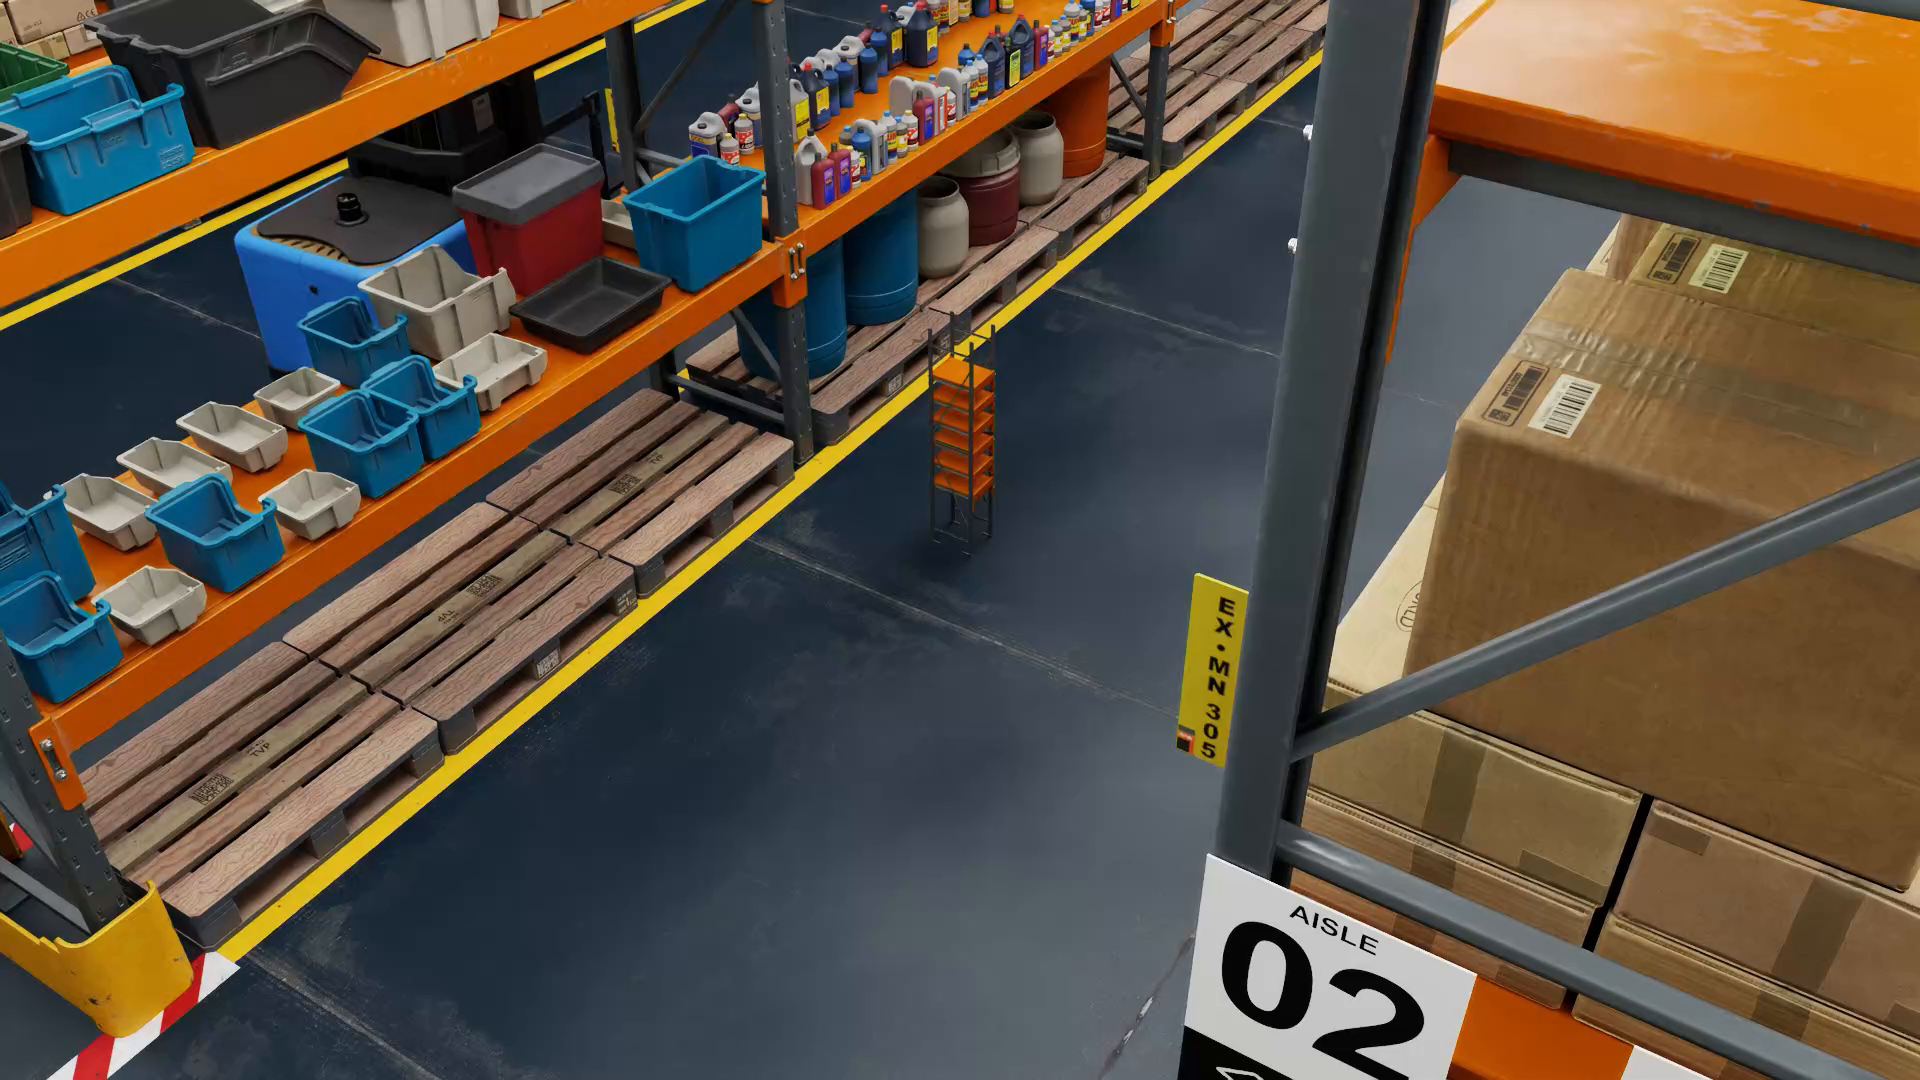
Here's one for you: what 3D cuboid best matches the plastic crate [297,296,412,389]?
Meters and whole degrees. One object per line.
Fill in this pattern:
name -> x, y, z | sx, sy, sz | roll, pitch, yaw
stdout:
plastic crate -> -2.481, -0.802, 6.861 | 0.416, 0.233, 0.300 | 21, 42, 25

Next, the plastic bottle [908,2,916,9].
plastic bottle -> -0.288, -3.012, 9.745 | 0.097, 0.271, 0.097 | 0, 38, 0

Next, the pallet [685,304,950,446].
pallet -> -0.774, -1.044, 9.371 | 1.003, 0.211, 1.213 | 21, 42, 25

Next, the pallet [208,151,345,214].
pallet -> -5.055, -2.702, 11.522 | 1.003, 0.211, 1.213 | 21, 42, 25

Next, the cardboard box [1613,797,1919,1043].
cardboard box -> 1.310, 0.414, 2.452 | 0.500, 0.250, 0.500 | 21, 42, 25

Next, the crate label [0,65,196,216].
crate label -> -2.598, -1.201, 4.956 | 0.408, 0.251, 0.502 | 21, 42, 25

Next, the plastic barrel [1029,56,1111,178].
plastic barrel -> 0.673, -2.875, 10.896 | 0.600, 0.830, 0.708 | 21, 42, 25

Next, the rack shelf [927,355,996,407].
rack shelf -> 0.008, -0.733, 7.640 | 0.258, 0.103, 0.180 | 21, 42, 25

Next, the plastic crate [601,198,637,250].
plastic crate -> -1.592, -1.490, 7.833 | 0.396, 0.136, 0.243 | 21, 42, 25

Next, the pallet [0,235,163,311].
pallet -> -5.878, -1.913, 10.499 | 1.003, 0.211, 1.213 | 21, 42, 25

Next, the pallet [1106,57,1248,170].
pallet -> 1.369, -3.108, 12.049 | 1.003, 0.211, 1.213 | 21, 42, 25

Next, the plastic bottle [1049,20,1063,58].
plastic bottle -> 0.551, -2.926, 9.691 | 0.097, 0.201, 0.097 | 0, 38, 0

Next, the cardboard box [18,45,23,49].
cardboard box -> -5.566, -2.755, 9.513 | 0.380, 0.149, 0.250 | 20, 42, 24

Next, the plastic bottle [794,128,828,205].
plastic bottle -> -0.738, -1.841, 8.161 | 0.144, 0.351, 0.185 | 21, 42, 25

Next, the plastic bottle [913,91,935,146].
plastic bottle -> -0.190, -2.225, 8.715 | 0.061, 0.283, 0.133 | 21, 42, 25

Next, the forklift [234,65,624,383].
forklift -> -2.594, -2.532, 9.074 | 1.130, 2.935, 3.031 | 18, 41, 22

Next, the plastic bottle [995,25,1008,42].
plastic bottle -> 0.231, -2.795, 9.453 | 0.061, 0.283, 0.133 | 21, 42, 25

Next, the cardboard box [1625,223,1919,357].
cardboard box -> 1.416, -0.204, 2.639 | 0.700, 0.500, 0.500 | 21, 42, 25

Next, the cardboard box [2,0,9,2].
cardboard box -> -5.425, -3.415, 9.428 | 0.500, 0.500, 0.500 | 22, 43, 26

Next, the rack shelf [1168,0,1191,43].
rack shelf -> 1.992, -4.572, 12.253 | 1.077, 0.370, 4.000 | 21, 42, 25

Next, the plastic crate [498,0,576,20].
plastic crate -> -1.582, -2.067, 6.174 | 0.293, 0.136, 0.466 | 21, 42, 25

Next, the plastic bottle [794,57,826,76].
plastic bottle -> -0.818, -2.472, 9.041 | 0.152, 0.276, 0.135 | 21, 42, 25

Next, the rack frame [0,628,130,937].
rack frame -> -3.365, 0.298, 5.346 | 1.000, 3.000, 0.127 | 21, 42, 25

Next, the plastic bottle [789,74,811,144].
plastic bottle -> -0.884, -2.278, 8.728 | 0.144, 0.351, 0.185 | 21, 42, 25

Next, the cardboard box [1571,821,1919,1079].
cardboard box -> 1.305, 0.610, 2.607 | 0.500, 0.250, 0.500 | 21, 42, 25

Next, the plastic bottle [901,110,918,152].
plastic bottle -> -0.267, -2.139, 8.670 | 0.097, 0.201, 0.097 | 0, 38, 0

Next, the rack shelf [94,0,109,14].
rack shelf -> -4.333, -4.130, 11.680 | 1.077, 0.370, 4.000 | 21, 42, 25

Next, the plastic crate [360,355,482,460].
plastic crate -> -2.089, -0.513, 6.485 | 0.416, 0.233, 0.300 | 21, 42, 25

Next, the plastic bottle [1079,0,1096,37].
plastic bottle -> 0.759, -3.154, 9.930 | 0.097, 0.271, 0.097 | 0, 38, 0

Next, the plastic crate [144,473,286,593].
plastic crate -> -2.602, -0.018, 5.845 | 0.416, 0.233, 0.300 | 21, 42, 25

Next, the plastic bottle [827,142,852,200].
plastic bottle -> -0.594, -1.836, 8.210 | 0.061, 0.283, 0.133 | 21, 42, 25

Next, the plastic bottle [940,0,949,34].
plastic bottle -> -0.112, -3.181, 9.964 | 0.097, 0.271, 0.097 | 0, 38, 0

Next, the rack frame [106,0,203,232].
rack frame -> -5.404, -3.384, 10.123 | 1.000, 3.000, 0.127 | 21, 42, 25

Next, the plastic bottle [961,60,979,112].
plastic bottle -> 0.053, -2.475, 9.048 | 0.097, 0.271, 0.097 | 0, 38, 0

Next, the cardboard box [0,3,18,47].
cardboard box -> -5.694, -2.862, 9.324 | 0.500, 0.250, 0.500 | 22, 43, 26

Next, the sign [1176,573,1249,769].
sign -> 0.357, 0.190, 2.305 | 0.100, 0.325, 0.005 | 21, 42, 25

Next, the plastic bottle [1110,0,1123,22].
plastic bottle -> 0.941, -3.313, 10.126 | 0.061, 0.283, 0.133 | 21, 42, 25

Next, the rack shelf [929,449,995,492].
rack shelf -> 0.008, -0.352, 7.933 | 0.258, 0.103, 0.180 | 21, 42, 25

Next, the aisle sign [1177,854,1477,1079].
aisle sign -> 0.520, 0.826, 2.532 | 0.394, 0.787, 0.004 | 21, 42, 25

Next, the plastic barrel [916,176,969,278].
plastic barrel -> -0.159, -1.847, 9.822 | 0.421, 0.512, 0.421 | 0, 38, 0

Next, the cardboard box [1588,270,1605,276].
cardboard box -> 1.414, -0.269, 3.338 | 0.500, 0.250, 0.500 | 21, 42, 25

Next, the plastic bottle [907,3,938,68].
plastic bottle -> -0.215, -2.913, 9.552 | 0.144, 0.351, 0.185 | 21, 42, 25

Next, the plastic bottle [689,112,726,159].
plastic bottle -> -1.284, -2.024, 8.460 | 0.152, 0.276, 0.135 | 21, 42, 25

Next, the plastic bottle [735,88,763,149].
plastic bottle -> -1.088, -2.212, 8.704 | 0.152, 0.276, 0.135 | 21, 42, 25

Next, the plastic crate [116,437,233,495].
plastic crate -> -2.914, -0.246, 6.218 | 0.396, 0.136, 0.243 | 21, 42, 25

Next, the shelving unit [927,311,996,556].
shelving unit -> 0.008, -0.483, 7.833 | 0.258, 1.200, 0.189 | 21, 42, 25

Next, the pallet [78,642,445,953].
pallet -> -2.891, 0.990, 6.732 | 1.003, 0.211, 1.213 | 21, 42, 25

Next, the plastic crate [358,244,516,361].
plastic crate -> -2.196, -1.014, 7.096 | 0.437, 0.282, 0.530 | 21, 42, 25

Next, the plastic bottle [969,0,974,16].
plastic bottle -> 0.058, -3.370, 10.200 | 0.061, 0.283, 0.133 | 21, 42, 25

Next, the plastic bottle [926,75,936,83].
plastic bottle -> -0.147, -2.428, 9.044 | 0.097, 0.201, 0.097 | 0, 38, 0

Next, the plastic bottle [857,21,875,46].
plastic bottle -> -0.536, -2.798, 9.458 | 0.061, 0.283, 0.133 | 21, 42, 25

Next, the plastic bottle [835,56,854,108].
plastic bottle -> -0.631, -2.509, 9.092 | 0.097, 0.271, 0.097 | 0, 38, 0

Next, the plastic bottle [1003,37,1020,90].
plastic bottle -> 0.281, -2.679, 9.303 | 0.061, 0.283, 0.133 | 21, 42, 25

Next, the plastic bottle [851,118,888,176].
plastic bottle -> -0.456, -2.018, 8.451 | 0.152, 0.276, 0.135 | 21, 42, 25
